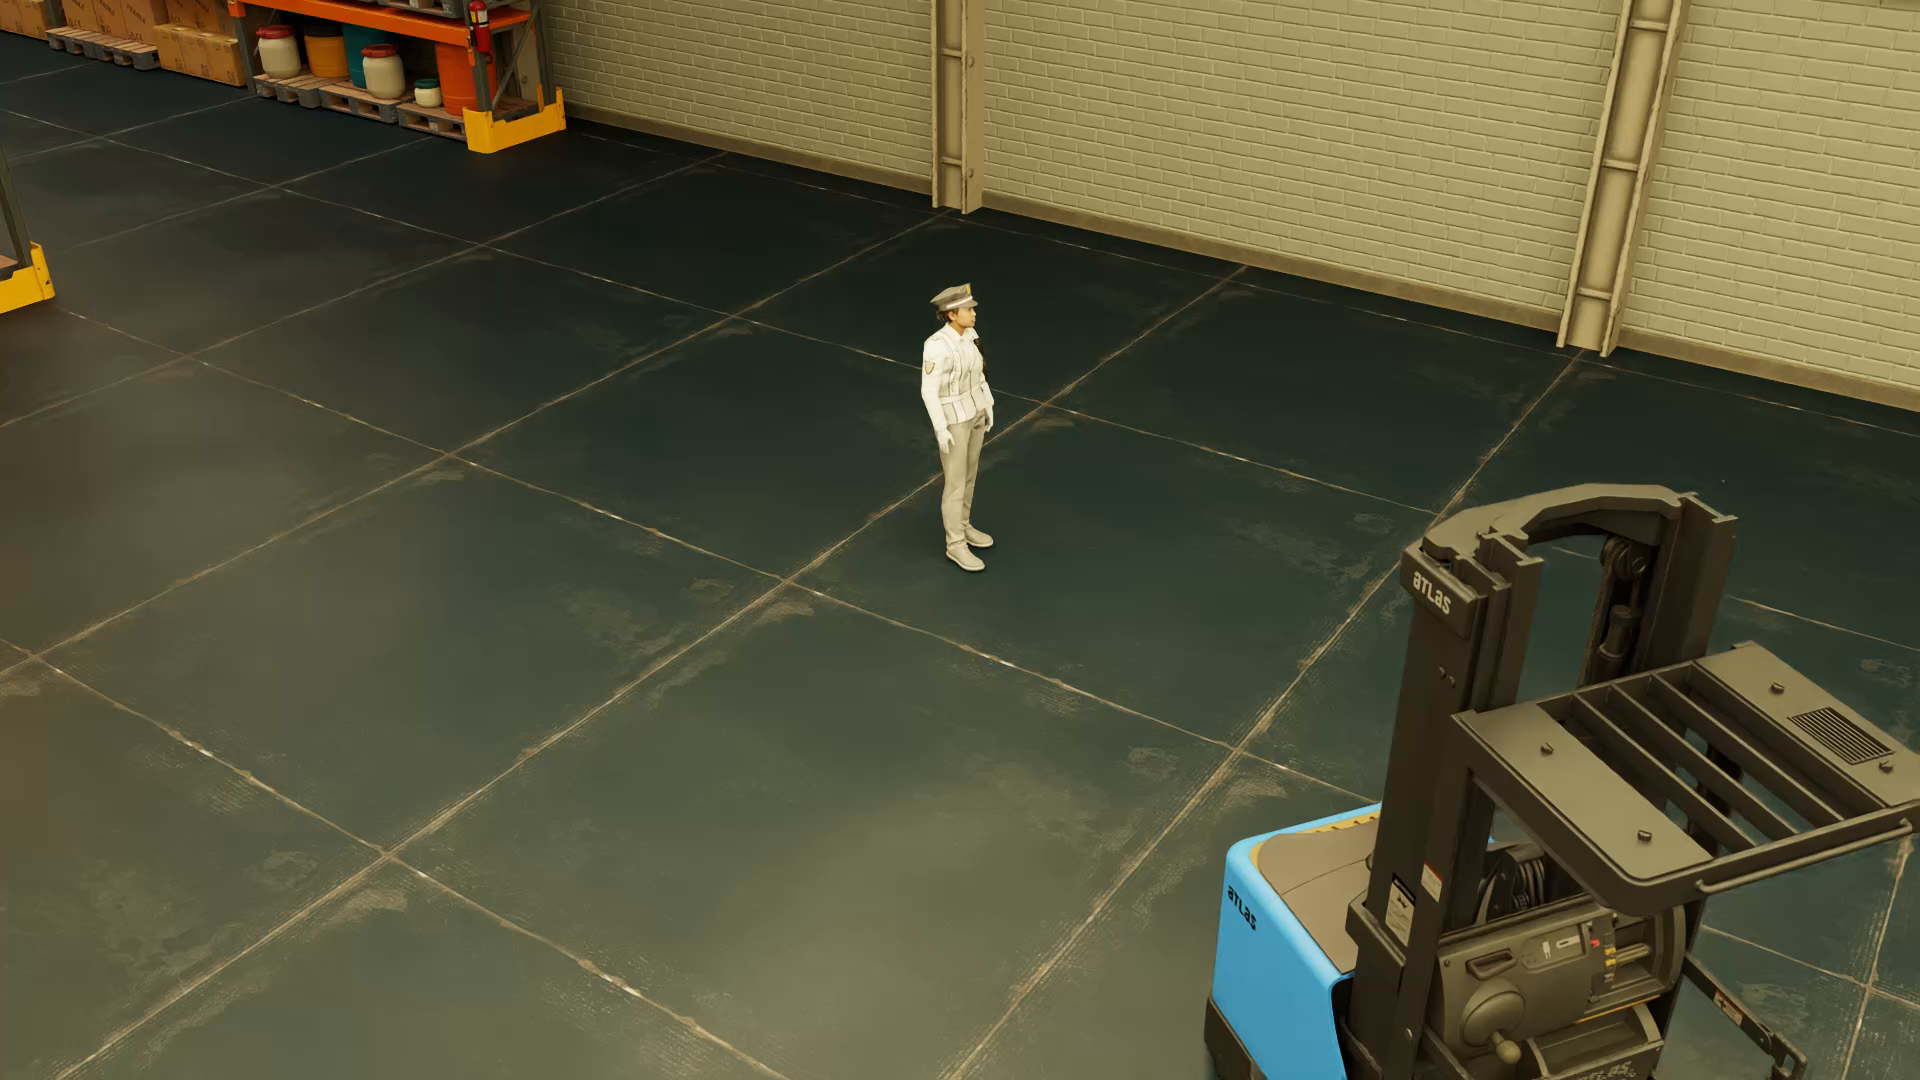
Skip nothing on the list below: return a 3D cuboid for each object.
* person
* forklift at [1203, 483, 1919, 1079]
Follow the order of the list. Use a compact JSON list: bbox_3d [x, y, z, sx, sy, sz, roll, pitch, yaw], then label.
[{"bbox_3d":[0.053,-0.717,10.032,0.530,1.694,0.586,19,35,29],"label":"person"},{"bbox_3d":[1.998,1.427,5.123,1.130,2.935,3.031,-11,32,-18],"label":"forklift"}]
